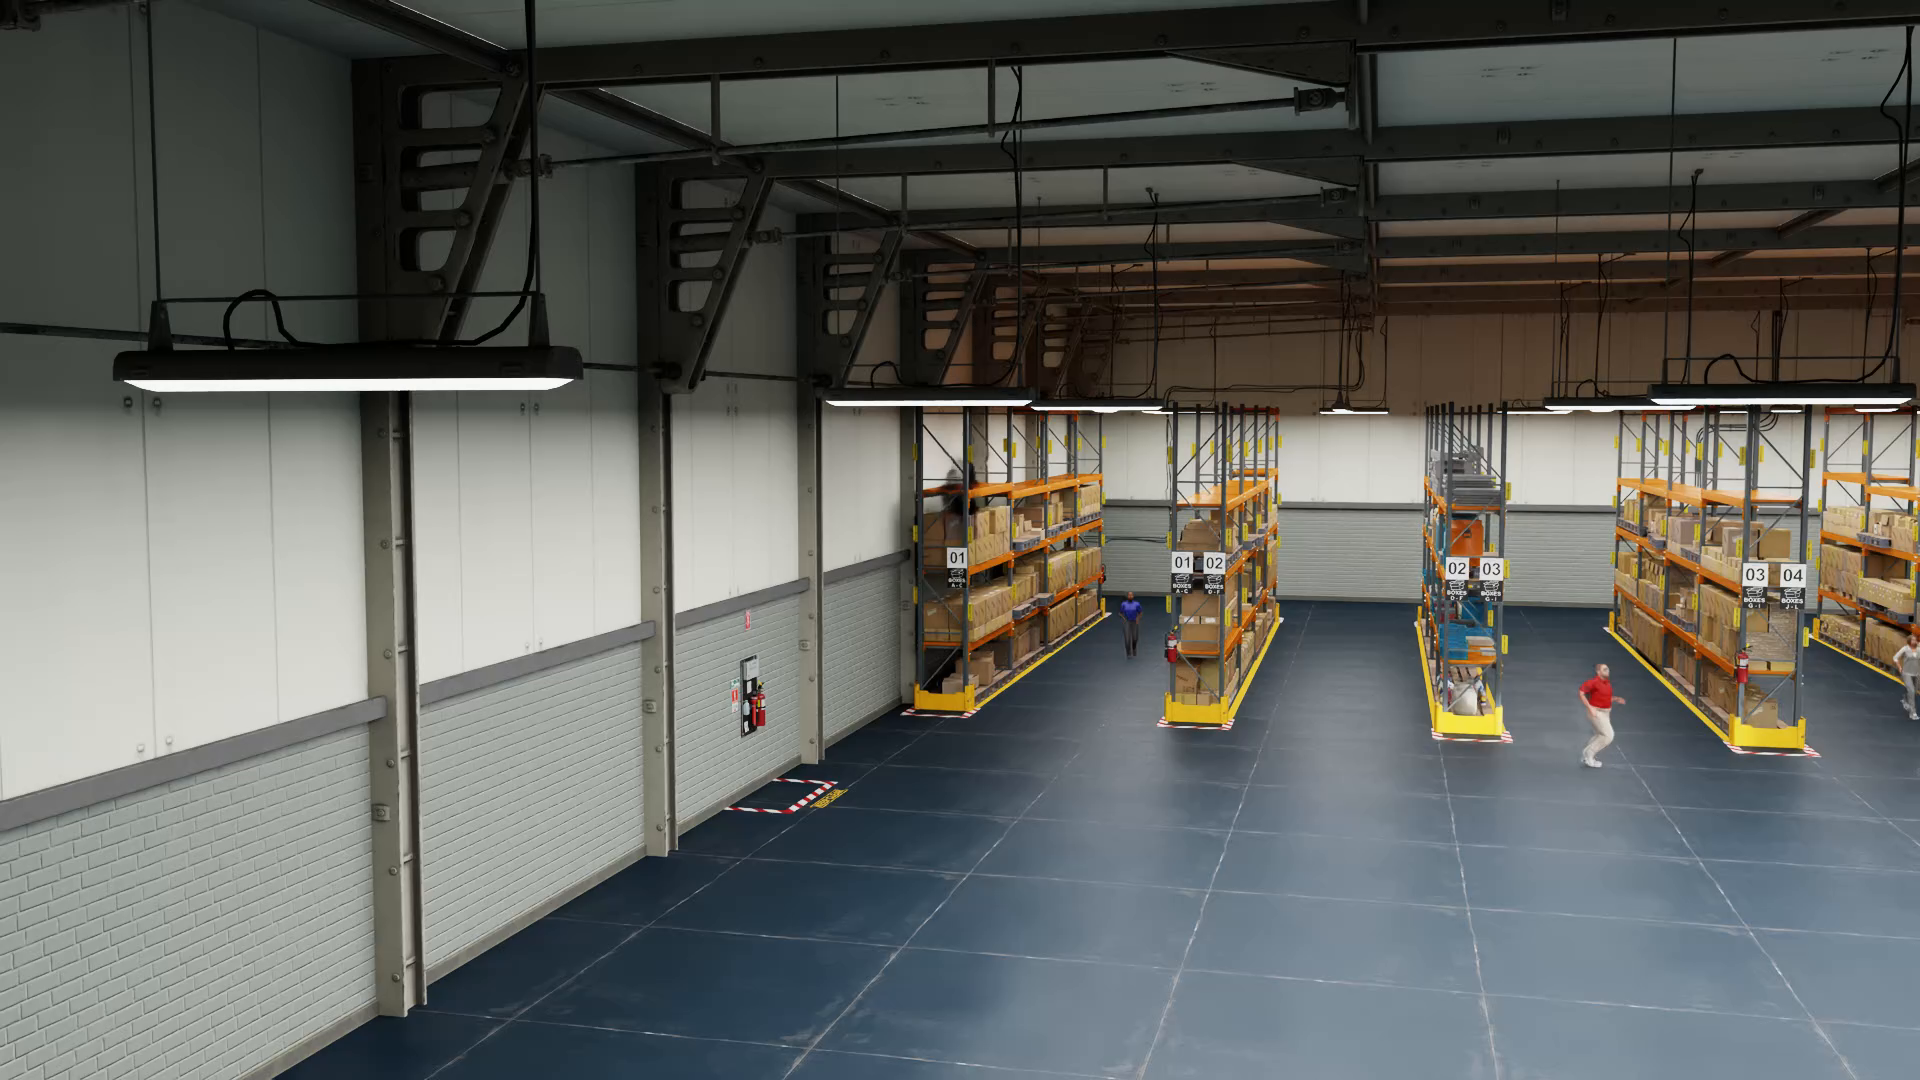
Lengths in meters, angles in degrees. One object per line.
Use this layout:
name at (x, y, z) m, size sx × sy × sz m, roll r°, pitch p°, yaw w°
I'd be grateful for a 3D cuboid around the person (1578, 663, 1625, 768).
person at (10.516, 2.869, 27.174) m, size 0.631 × 1.711 × 0.638 m, roll 4°, pitch 6°, yaw 44°

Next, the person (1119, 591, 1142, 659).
person at (4.021, 2.012, 39.314) m, size 0.547 × 1.609 × 0.547 m, roll 0°, pitch 4°, yaw 4°

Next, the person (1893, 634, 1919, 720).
person at (18.106, 2.582, 31.660) m, size 0.545 × 1.575 × 0.853 m, roll 0°, pitch 4°, yaw 7°
